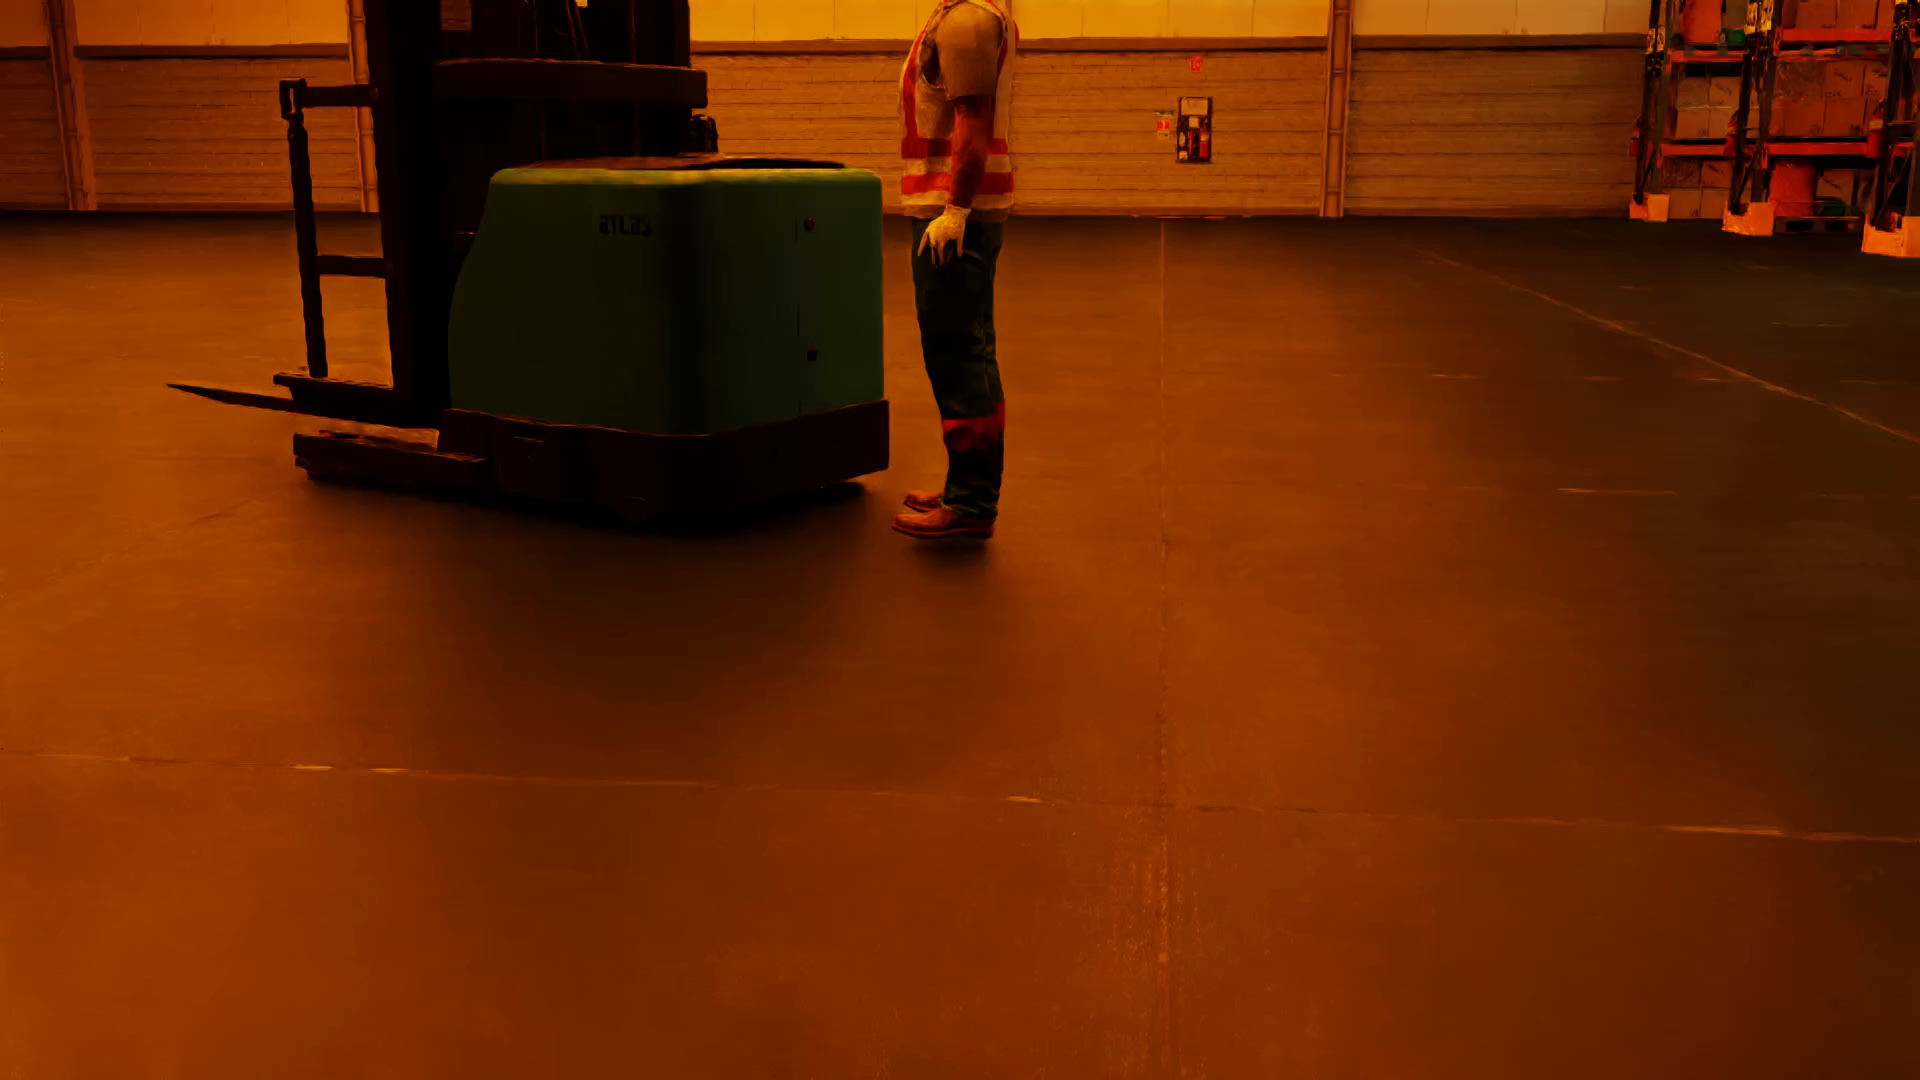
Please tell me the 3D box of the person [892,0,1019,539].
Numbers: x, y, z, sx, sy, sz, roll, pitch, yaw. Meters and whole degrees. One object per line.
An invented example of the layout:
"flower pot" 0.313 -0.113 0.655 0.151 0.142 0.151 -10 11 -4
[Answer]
"person" -0.021 -0.911 4.735 0.349 1.795 0.540 2 13 7

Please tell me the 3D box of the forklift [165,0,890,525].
"forklift" -1.748 -1.710 5.822 3.031 2.935 1.130 9 16 33
